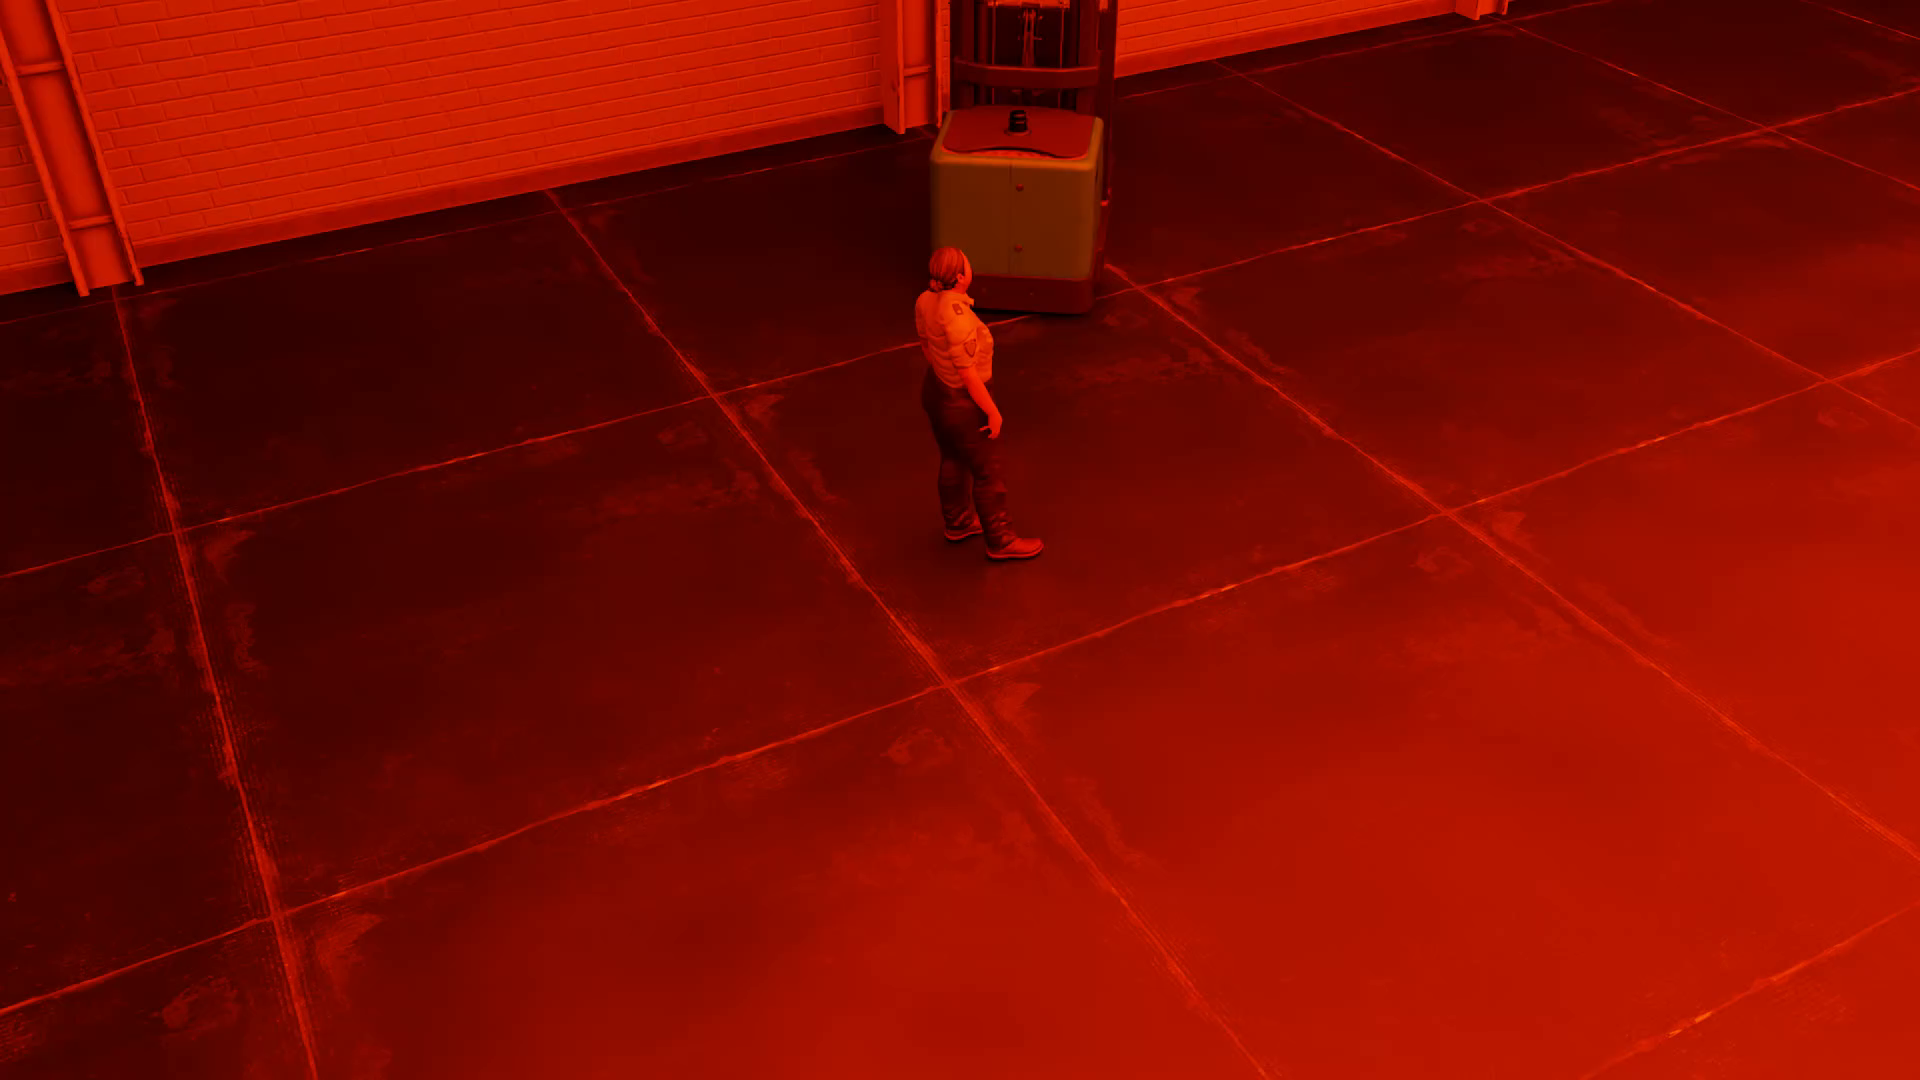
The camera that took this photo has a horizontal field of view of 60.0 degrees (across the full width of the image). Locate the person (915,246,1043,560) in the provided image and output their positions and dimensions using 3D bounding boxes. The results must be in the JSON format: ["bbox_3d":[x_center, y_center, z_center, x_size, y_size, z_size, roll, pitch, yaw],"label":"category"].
[{"bbox_3d":[0.089,-0.688,8.203,0.503,1.642,0.599,-17,39,-23],"label":"person"}]

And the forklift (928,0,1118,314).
[{"bbox_3d":[0.511,-3.472,11.035,1.130,2.935,3.031,5,36,6],"label":"forklift"}]
